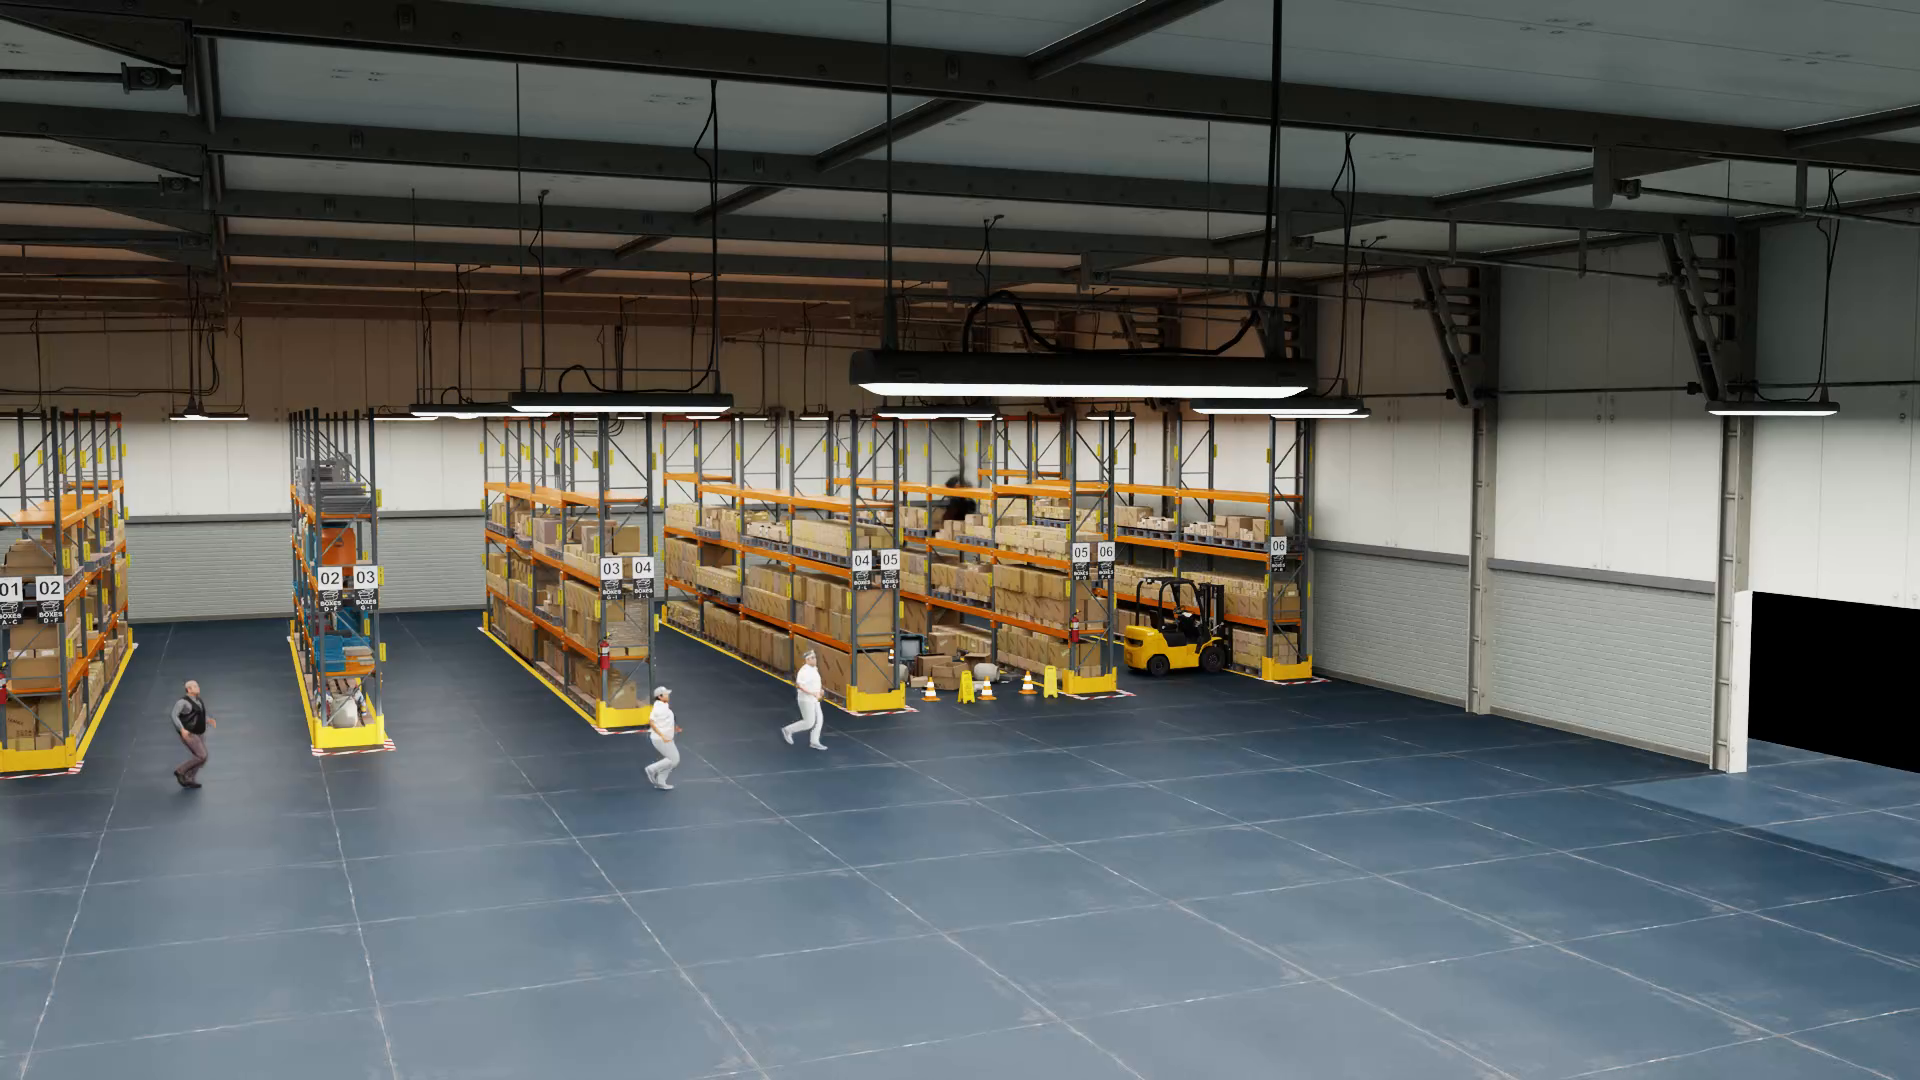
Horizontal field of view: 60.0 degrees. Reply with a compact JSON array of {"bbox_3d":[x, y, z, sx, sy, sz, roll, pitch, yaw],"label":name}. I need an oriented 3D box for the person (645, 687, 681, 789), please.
[{"bbox_3d":[-4.637,3.098,25.989,0.549,1.623,0.608,0,4,-5],"label":"person"}]

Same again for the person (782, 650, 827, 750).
[{"bbox_3d":[-2.710,2.807,29.296,0.782,1.782,0.668,1,4,14],"label":"person"}]

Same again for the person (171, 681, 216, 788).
[{"bbox_3d":[-12.024,3.050,26.133,0.571,1.689,0.672,0,4,1],"label":"person"}]
